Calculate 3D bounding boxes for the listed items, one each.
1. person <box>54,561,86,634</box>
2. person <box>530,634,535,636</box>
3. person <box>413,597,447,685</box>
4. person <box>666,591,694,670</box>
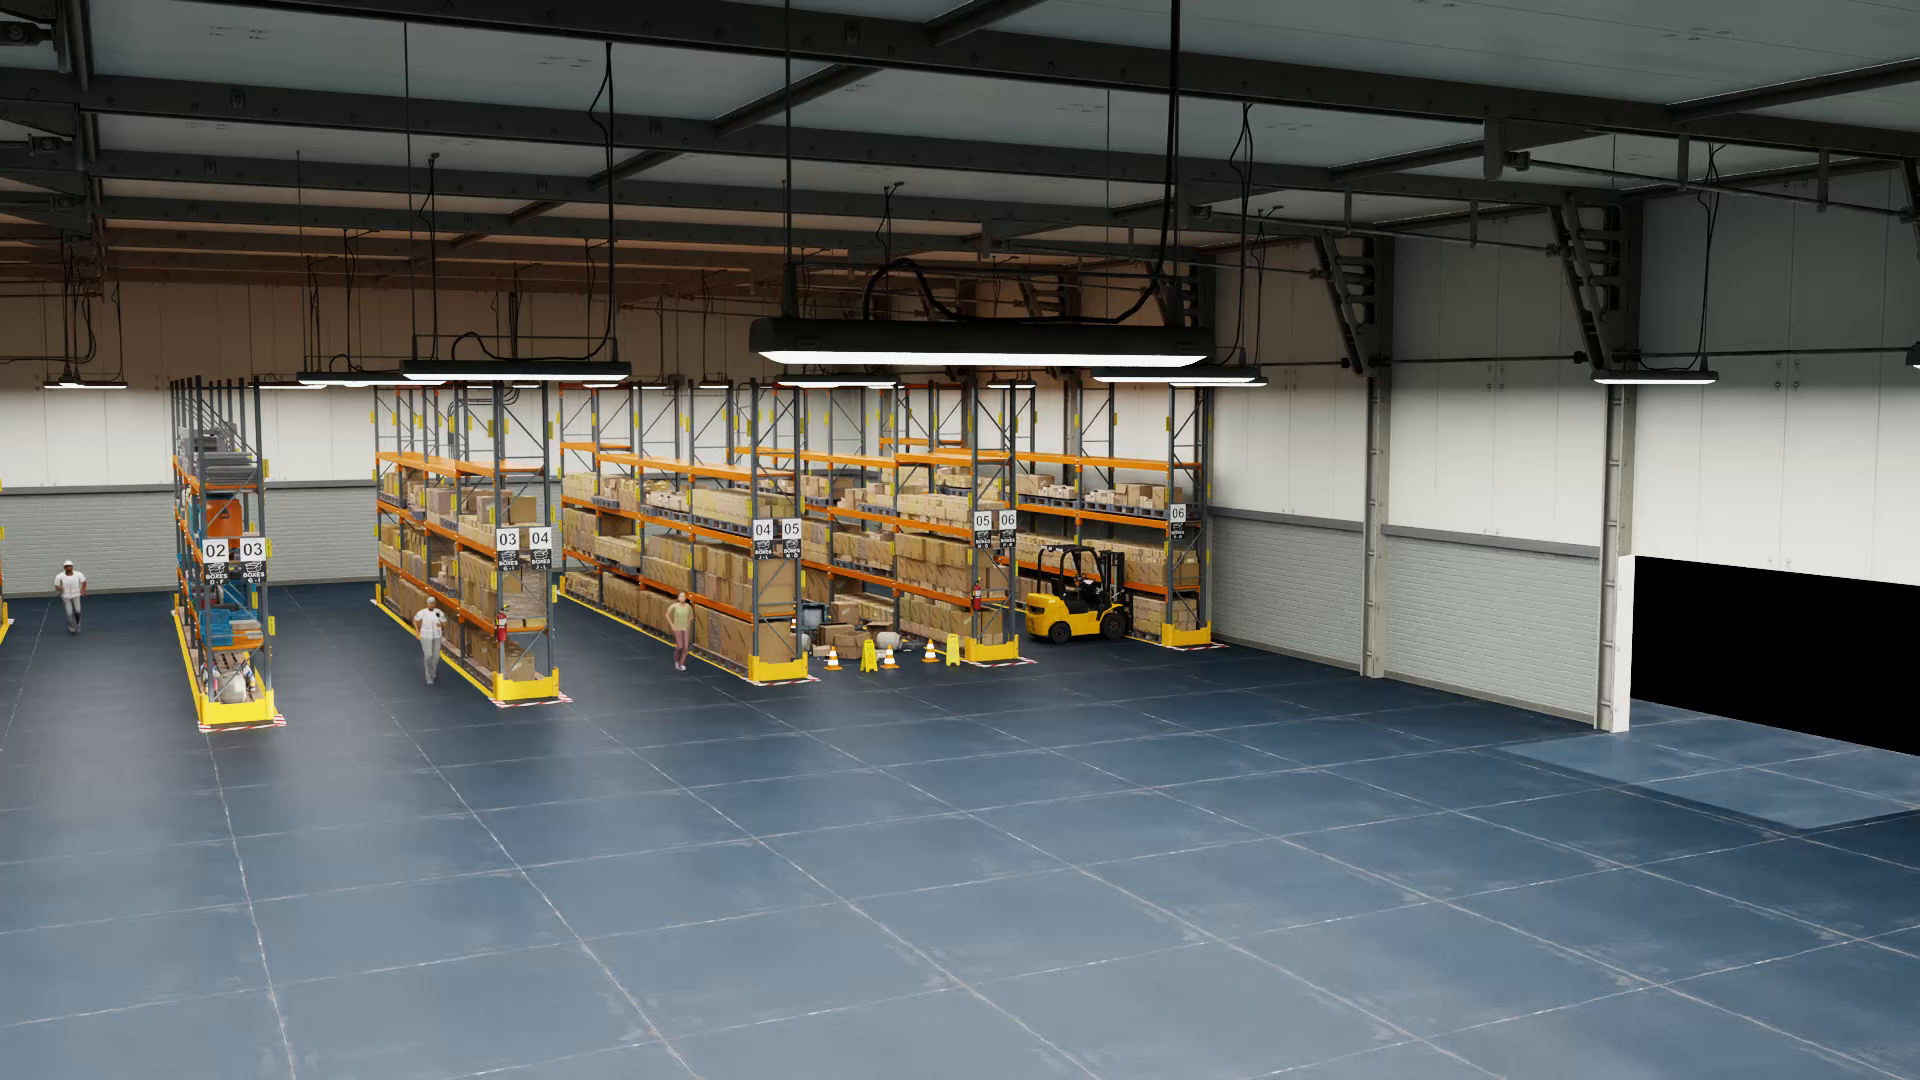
[{"bbox_3d":[-21.006,1.357,39.299,0.672,1.746,0.657,-3,6,-30],"label":"person"},{"bbox_3d":[-10.049,1.348,39.202,0.641,1.815,0.735,-4,6,-36],"label":"person"},{"bbox_3d":[-10.446,1.976,32.859,0.580,1.728,0.767,-3,6,-33],"label":"person"},{"bbox_3d":[-5.716,1.866,34.161,0.561,1.643,0.494,-3,6,-28],"label":"person"}]
